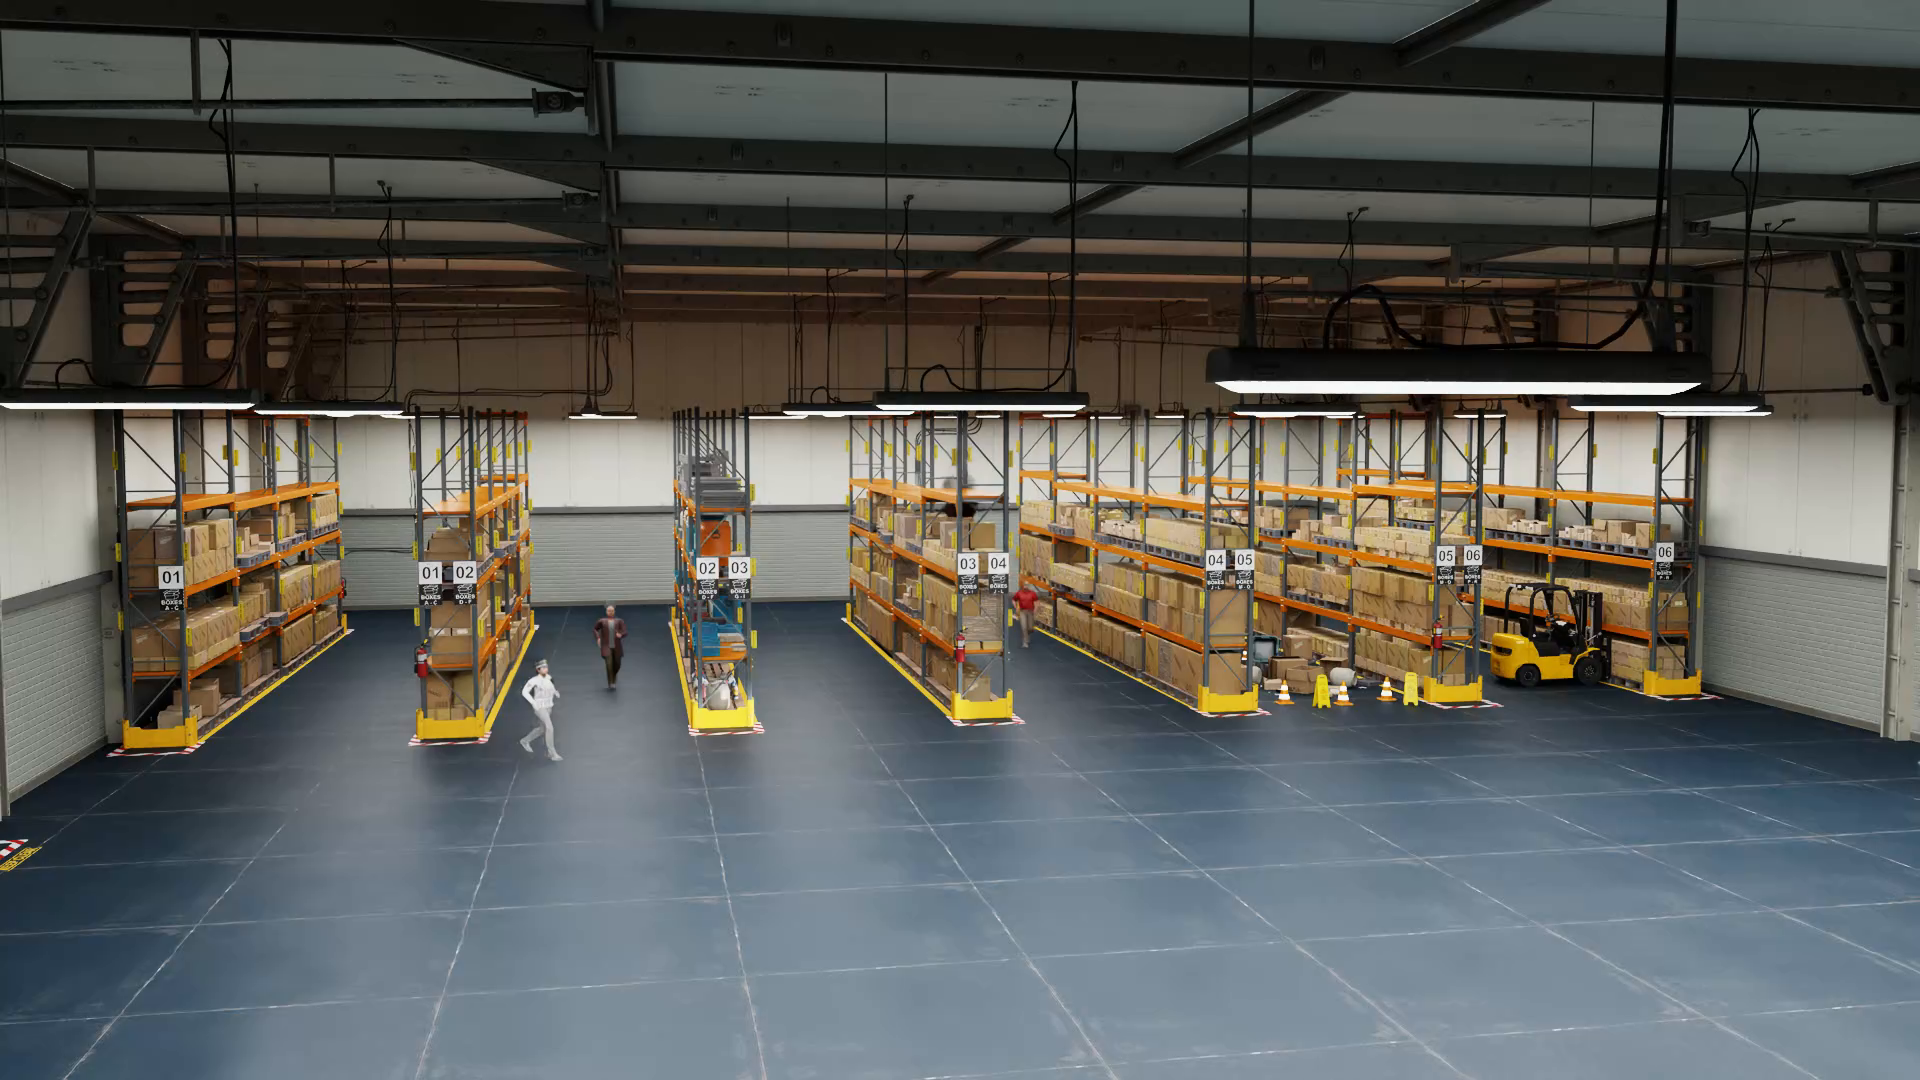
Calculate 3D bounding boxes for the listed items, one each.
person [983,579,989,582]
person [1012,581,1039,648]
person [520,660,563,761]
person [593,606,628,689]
[{"bbox_3d":[0.795,1.393,48.866,0.719,1.729,0.564,3,5,33],"label":"person"},{"bbox_3d":[1.671,1.869,42.260,0.699,1.682,0.771,0,4,-7],"label":"person"},{"bbox_3d":[-7.112,2.869,28.274,0.864,1.712,0.602,2,4,23],"label":"person"},{"bbox_3d":[-7.510,2.297,35.772,0.719,1.752,0.980,-1,4,-20],"label":"person"}]
